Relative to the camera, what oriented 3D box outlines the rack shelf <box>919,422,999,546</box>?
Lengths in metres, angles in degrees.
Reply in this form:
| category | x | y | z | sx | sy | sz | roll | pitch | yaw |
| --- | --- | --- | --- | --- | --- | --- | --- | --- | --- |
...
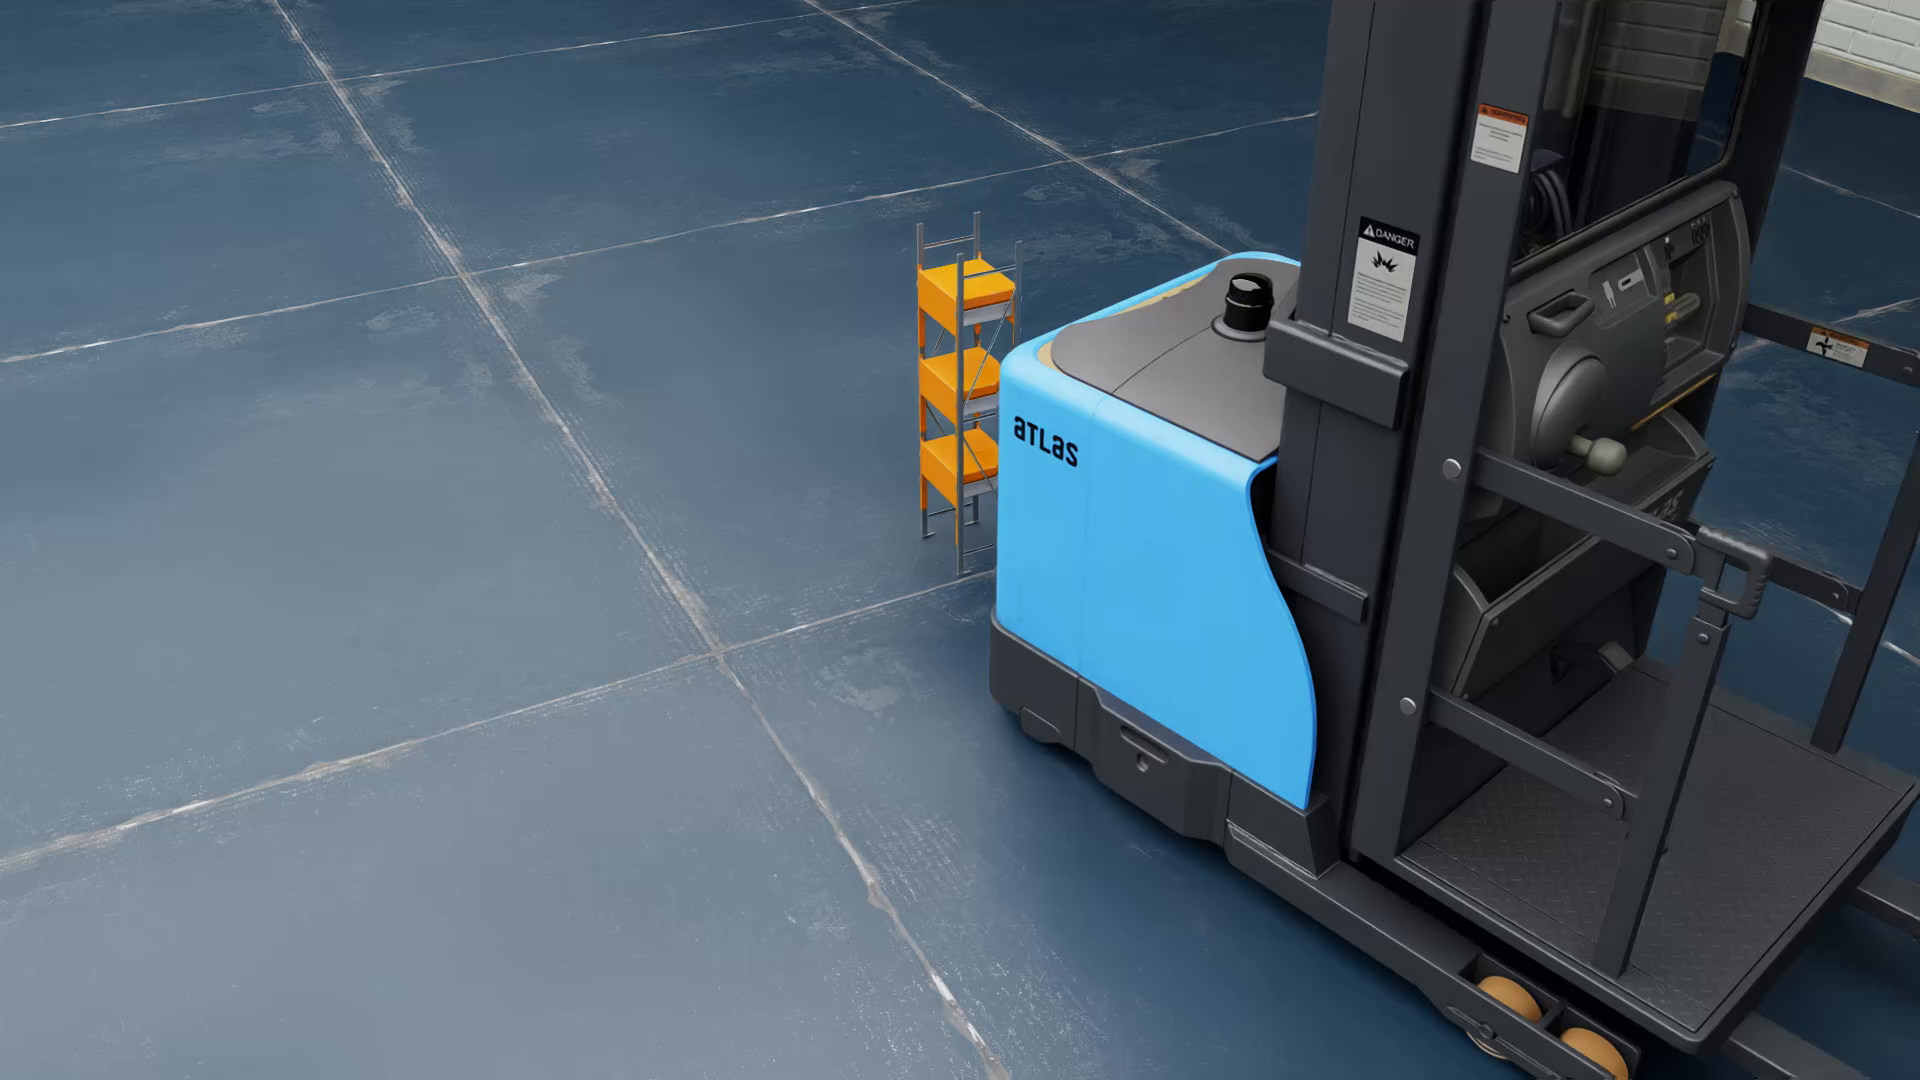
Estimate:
| category | x | y | z | sx | sy | sz | roll | pitch | yaw |
| --- | --- | --- | --- | --- | --- | --- | --- | --- | --- |
| rack shelf | 0.025 | -0.174 | 5.083 | 0.215 | 0.259 | 0.240 | -16 | 36 | -23 |

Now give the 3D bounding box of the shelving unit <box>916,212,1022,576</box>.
| category | x | y | z | sx | sy | sz | roll | pitch | yaw |
| --- | --- | --- | --- | --- | --- | --- | --- | --- | --- |
| shelving unit | 0.025 | -0.417 | 4.927 | 0.215 | 1.050 | 0.252 | -16 | 36 | -23 |

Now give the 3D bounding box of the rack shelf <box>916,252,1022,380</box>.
| category | x | y | z | sx | sy | sz | roll | pitch | yaw |
| --- | --- | --- | --- | --- | --- | --- | --- | --- | --- |
| rack shelf | 0.025 | -0.647 | 4.780 | 0.215 | 0.259 | 0.240 | -16 | 36 | -23 |

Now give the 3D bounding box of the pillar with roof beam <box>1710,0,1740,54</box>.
| category | x | y | z | sx | sy | sz | roll | pitch | yaw |
| --- | --- | --- | --- | --- | --- | --- | --- | --- | --- |
| pillar with roof beam | 0.453 | -5.624 | 5.686 | 9.100 | 9.000 | 0.400 | -16 | 36 | -23 |

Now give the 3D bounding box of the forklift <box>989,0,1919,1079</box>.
| category | x | y | z | sx | sy | sz | roll | pitch | yaw |
| --- | --- | --- | --- | --- | --- | --- | --- | --- | --- |
| forklift | 1.452 | -0.375 | 3.118 | 1.130 | 2.935 | 3.031 | -27 | 41 | -35 |

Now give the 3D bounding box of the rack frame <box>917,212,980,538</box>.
| category | x | y | z | sx | sy | sz | roll | pitch | yaw |
| --- | --- | --- | --- | --- | --- | --- | --- | --- | --- |
| rack frame | -0.032 | -0.475 | 5.018 | 0.200 | 1.050 | 0.008 | -16 | 36 | -23 |

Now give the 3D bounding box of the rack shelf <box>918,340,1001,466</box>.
| category | x | y | z | sx | sy | sz | roll | pitch | yaw |
| --- | --- | --- | --- | --- | --- | --- | --- | --- | --- |
| rack shelf | 0.025 | -0.408 | 4.933 | 0.215 | 0.259 | 0.240 | -16 | 36 | -23 |

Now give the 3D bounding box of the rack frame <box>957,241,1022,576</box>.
| category | x | y | z | sx | sy | sz | roll | pitch | yaw |
| --- | --- | --- | --- | --- | --- | --- | --- | --- | --- |
| rack frame | 0.082 | -0.358 | 4.836 | 0.200 | 1.050 | 0.008 | -16 | 36 | -23 |
